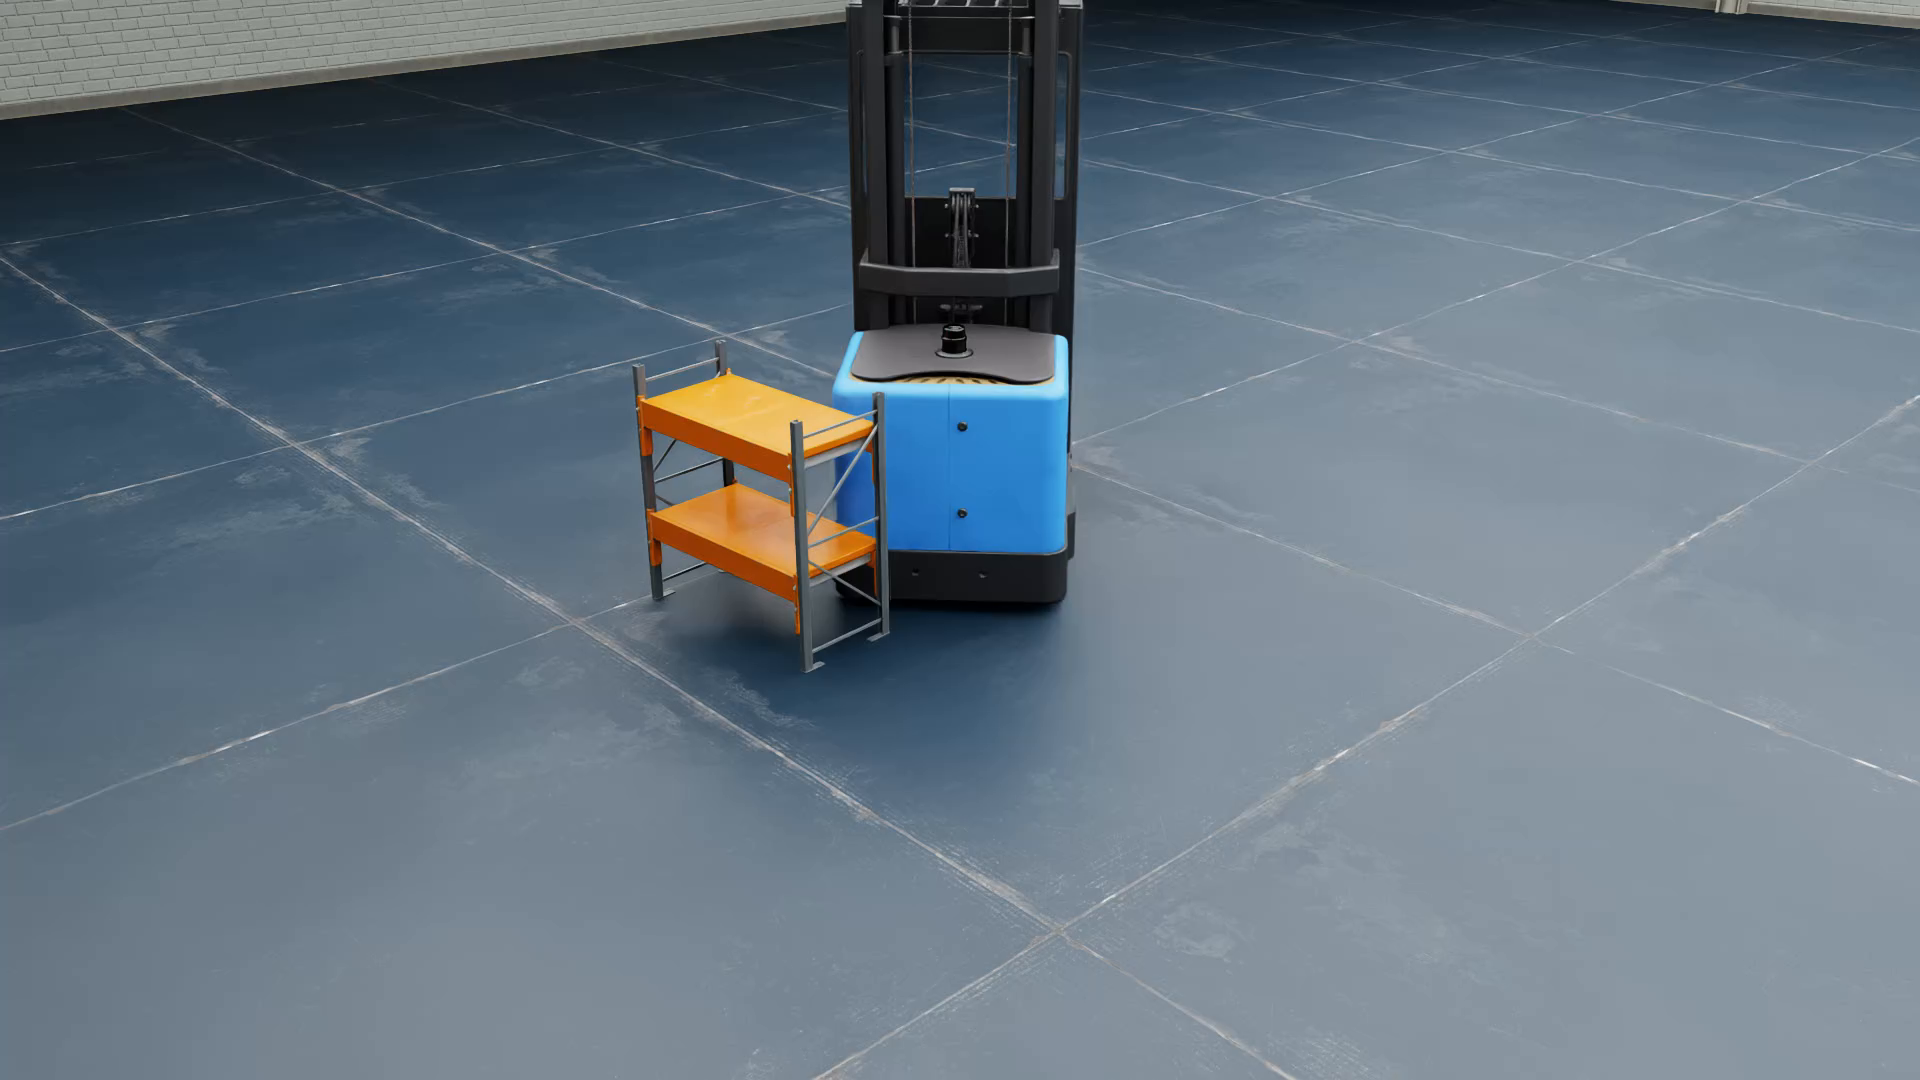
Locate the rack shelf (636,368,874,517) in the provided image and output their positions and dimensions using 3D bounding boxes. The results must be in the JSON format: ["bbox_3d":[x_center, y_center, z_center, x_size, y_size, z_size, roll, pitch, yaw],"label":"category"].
[{"bbox_3d":[-0.864,-0.437,7.148,1.000,0.278,0.538,21,32,38],"label":"rack shelf"}]

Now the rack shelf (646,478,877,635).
[{"bbox_3d":[-0.864,0.052,7.371,1.000,0.278,0.538,21,32,38],"label":"rack shelf"}]

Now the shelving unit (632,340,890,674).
[{"bbox_3d":[-0.864,-0.171,7.269,1.048,1.125,0.538,21,32,38],"label":"shelving unit"}]

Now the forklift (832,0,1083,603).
[{"bbox_3d":[0.033,-1.623,8.277,1.130,2.935,3.031,1,25,3],"label":"forklift"}]

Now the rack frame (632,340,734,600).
[{"bbox_3d":[-1.237,-0.315,7.584,0.032,1.125,0.500,21,32,38],"label":"rack frame"}]

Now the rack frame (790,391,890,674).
[{"bbox_3d":[-0.492,-0.027,6.955,0.032,1.125,0.500,21,32,38],"label":"rack frame"}]

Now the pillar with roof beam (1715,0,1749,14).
[{"bbox_3d":[9.410,-11.464,22.538,9.100,9.000,0.400,-21,32,-38],"label":"pillar with roof beam"}]
